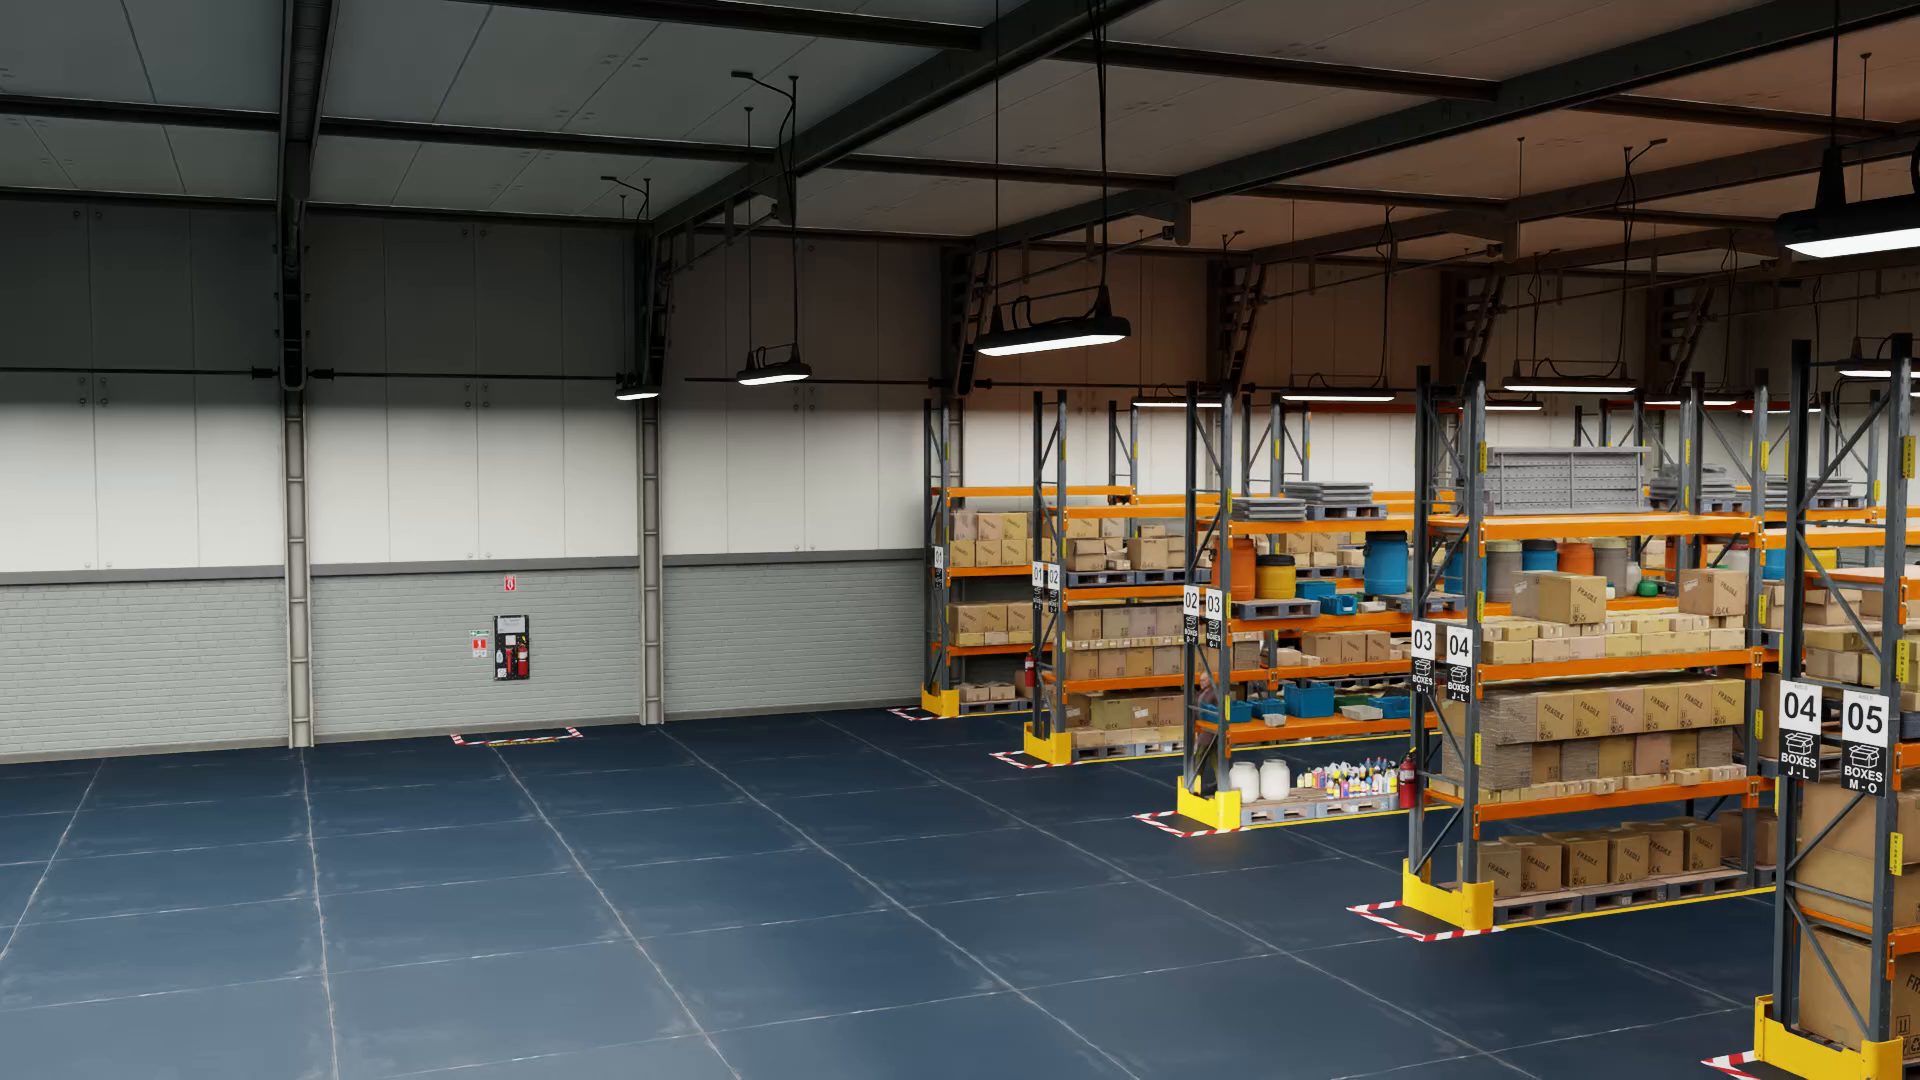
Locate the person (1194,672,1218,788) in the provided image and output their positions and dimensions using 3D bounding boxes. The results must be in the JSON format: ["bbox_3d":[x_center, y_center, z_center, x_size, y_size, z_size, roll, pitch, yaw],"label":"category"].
[{"bbox_3d":[3.581,2.870,24.537,0.988,1.642,0.597,-1,4,-16],"label":"person"}]

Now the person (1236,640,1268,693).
[{"bbox_3d":[5.676,2.442,32.352,1.057,1.595,0.489,-3,4,-37],"label":"person"}]
